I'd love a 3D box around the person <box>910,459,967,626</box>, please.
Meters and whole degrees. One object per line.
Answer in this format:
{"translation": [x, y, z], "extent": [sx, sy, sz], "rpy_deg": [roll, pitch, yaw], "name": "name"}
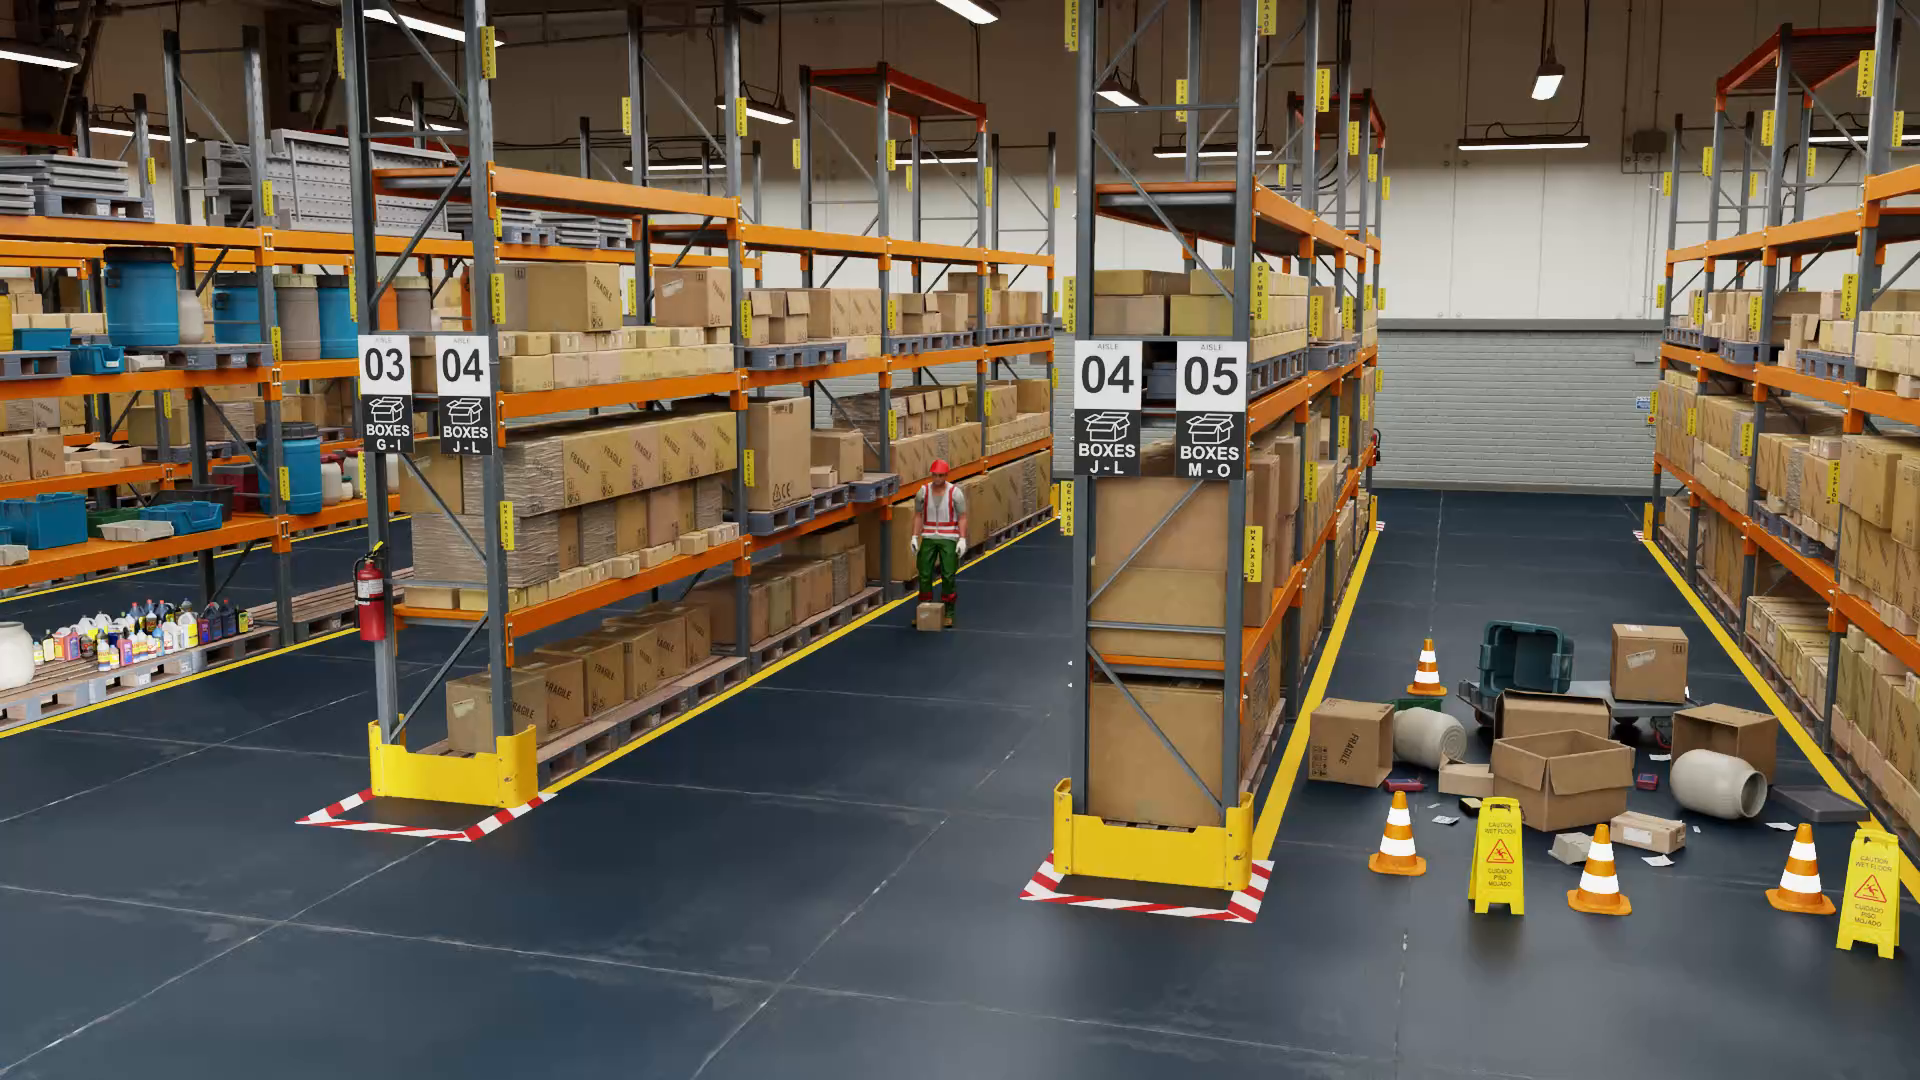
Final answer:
{"translation": [-0.227, 0.025, 17.610], "extent": [0.614, 1.778, 0.452], "rpy_deg": [2, 8, 13], "name": "person"}
